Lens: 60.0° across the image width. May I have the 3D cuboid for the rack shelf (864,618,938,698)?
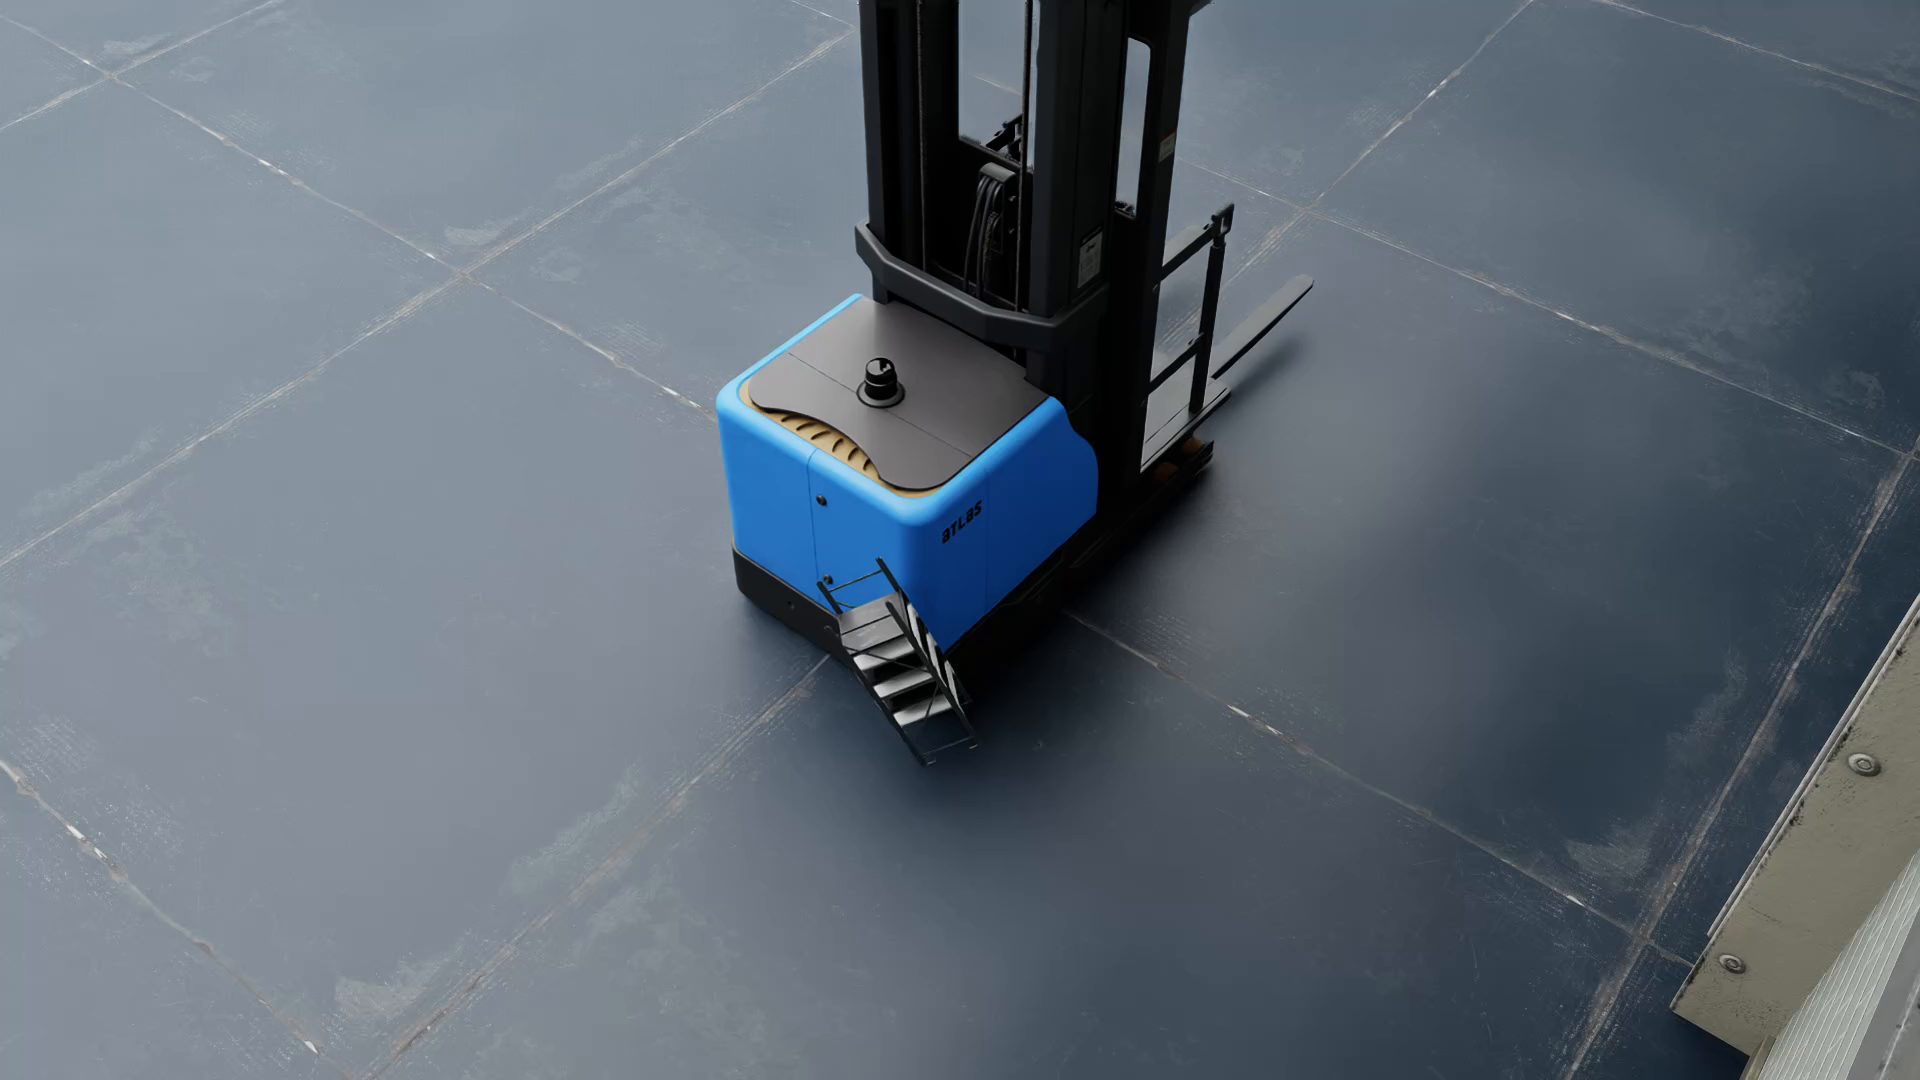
[{"bbox_3d":[-0.221,0.410,5.797,0.258,0.077,0.200,-22,46,8],"label":"rack shelf"}]

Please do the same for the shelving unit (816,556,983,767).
[{"bbox_3d":[-0.201,0.445,5.837,0.258,0.900,0.210,-22,46,8],"label":"shelving unit"}]

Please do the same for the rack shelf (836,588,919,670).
[{"bbox_3d":[-0.283,0.302,5.668,0.258,0.077,0.200,-22,46,8],"label":"rack shelf"}]

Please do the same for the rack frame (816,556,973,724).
[{"bbox_3d":[-0.220,0.373,5.907,0.240,0.900,0.006,-22,46,8],"label":"rack frame"}]

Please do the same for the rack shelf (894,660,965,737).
[{"bbox_3d":[-0.127,0.574,5.990,0.258,0.077,0.200,-22,46,8],"label":"rack shelf"}]

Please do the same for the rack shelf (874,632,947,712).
[{"bbox_3d":[-0.190,0.465,5.861,0.258,0.077,0.200,-22,46,8],"label":"rack shelf"}]

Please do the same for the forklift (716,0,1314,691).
[{"bbox_3d":[0.435,-1.391,6.216,1.130,2.935,3.031,31,54,26],"label":"forklift"}]

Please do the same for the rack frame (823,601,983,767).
[{"bbox_3d":[-0.182,0.516,5.768,0.240,0.900,0.006,-22,46,8],"label":"rack frame"}]

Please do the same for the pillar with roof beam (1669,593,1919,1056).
[{"bbox_3d":[-0.841,-3.522,4.055,9.100,9.000,0.400,29,53,25],"label":"pillar with roof beam"}]

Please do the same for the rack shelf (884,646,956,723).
[{"bbox_3d":[-0.158,0.519,5.926,0.258,0.077,0.200,-22,46,8],"label":"rack shelf"}]

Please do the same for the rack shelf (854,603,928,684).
[{"bbox_3d":[-0.252,0.356,5.732,0.258,0.077,0.200,-22,46,8],"label":"rack shelf"}]
